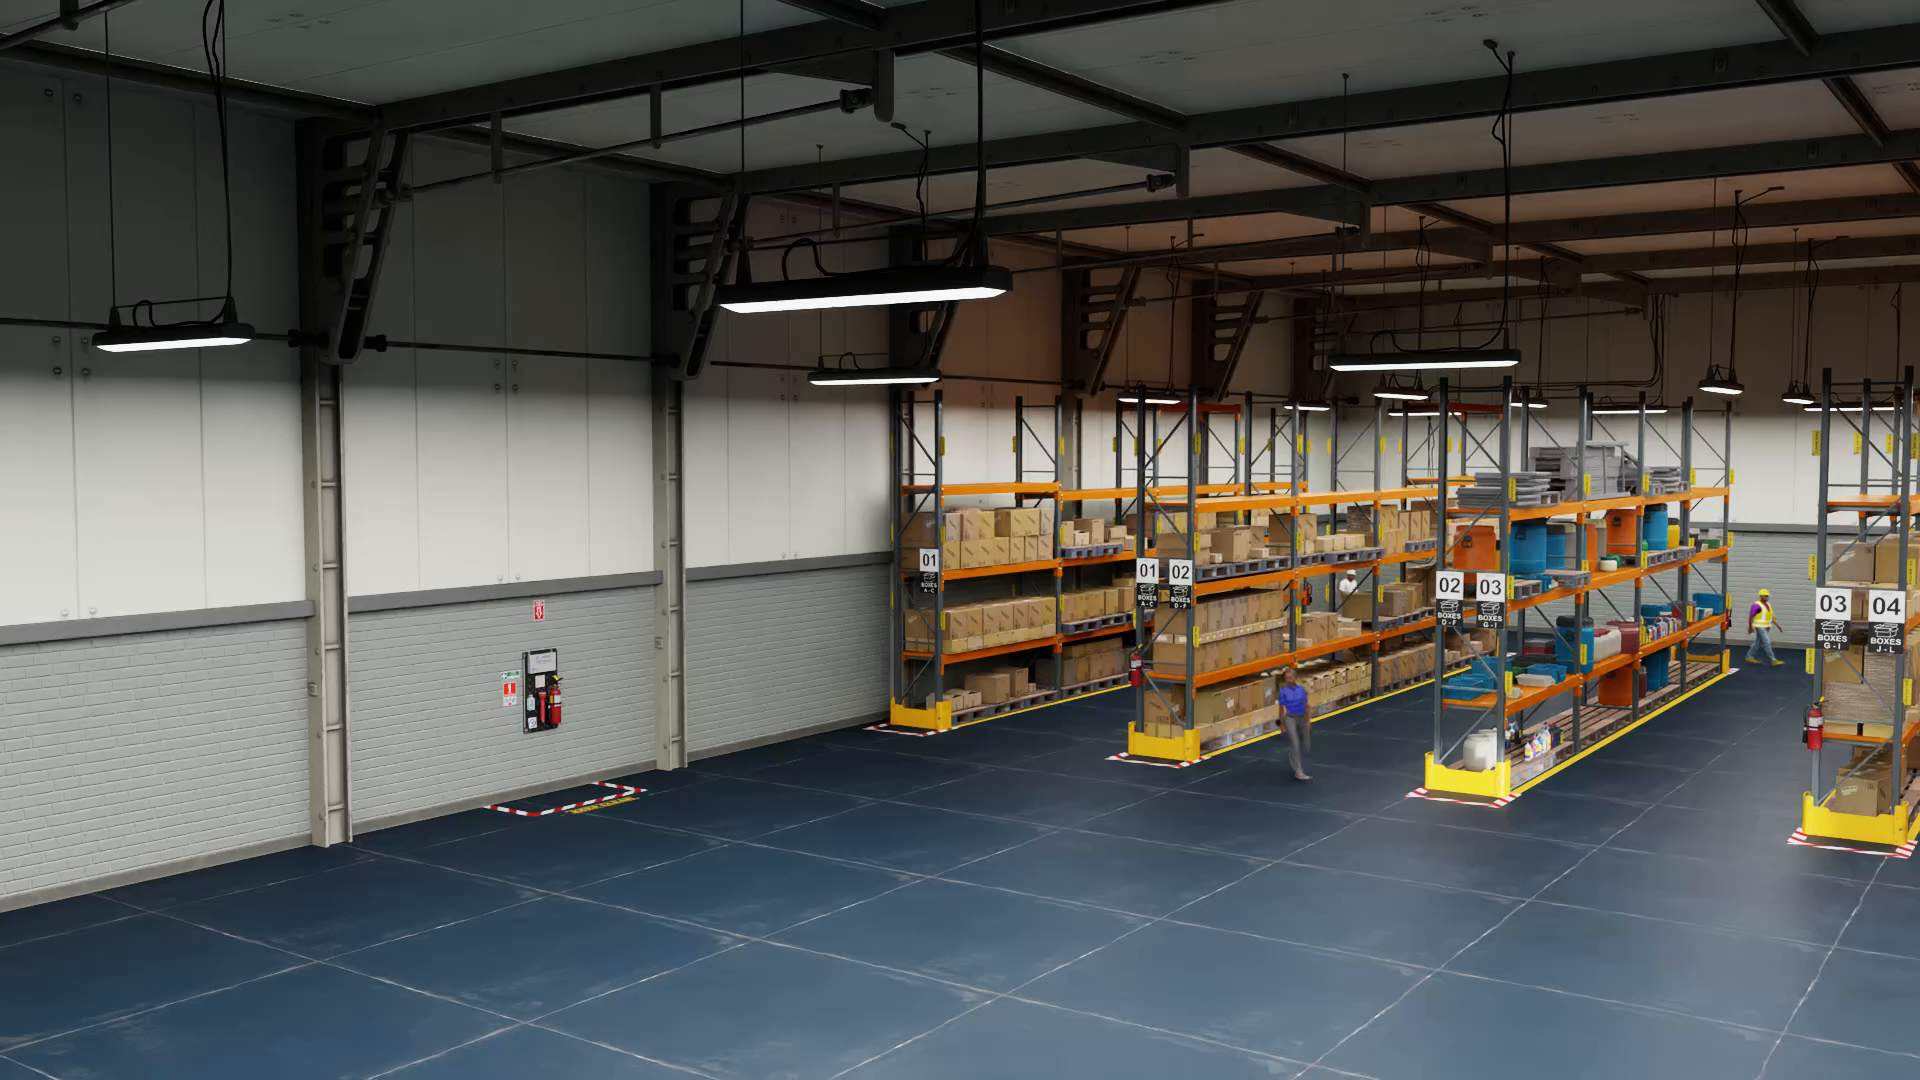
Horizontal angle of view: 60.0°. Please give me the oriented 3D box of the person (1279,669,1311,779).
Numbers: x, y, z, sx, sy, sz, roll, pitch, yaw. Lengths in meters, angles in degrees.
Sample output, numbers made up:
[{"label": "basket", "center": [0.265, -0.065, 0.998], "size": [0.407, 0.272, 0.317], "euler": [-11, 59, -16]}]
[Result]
[{"label": "person", "center": [5.081, 2.767, 25.192], "size": [0.448, 1.615, 0.804], "euler": [-1, 3, -13]}]

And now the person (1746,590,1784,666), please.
[{"label": "person", "center": [18.387, 1.988, 37.884], "size": [0.581, 1.709, 1.028], "euler": [-2, 4, -32]}]

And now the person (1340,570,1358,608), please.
[{"label": "person", "center": [10.237, 1.653, 43.741], "size": [0.636, 1.789, 0.445], "euler": [-2, 4, -36]}]
